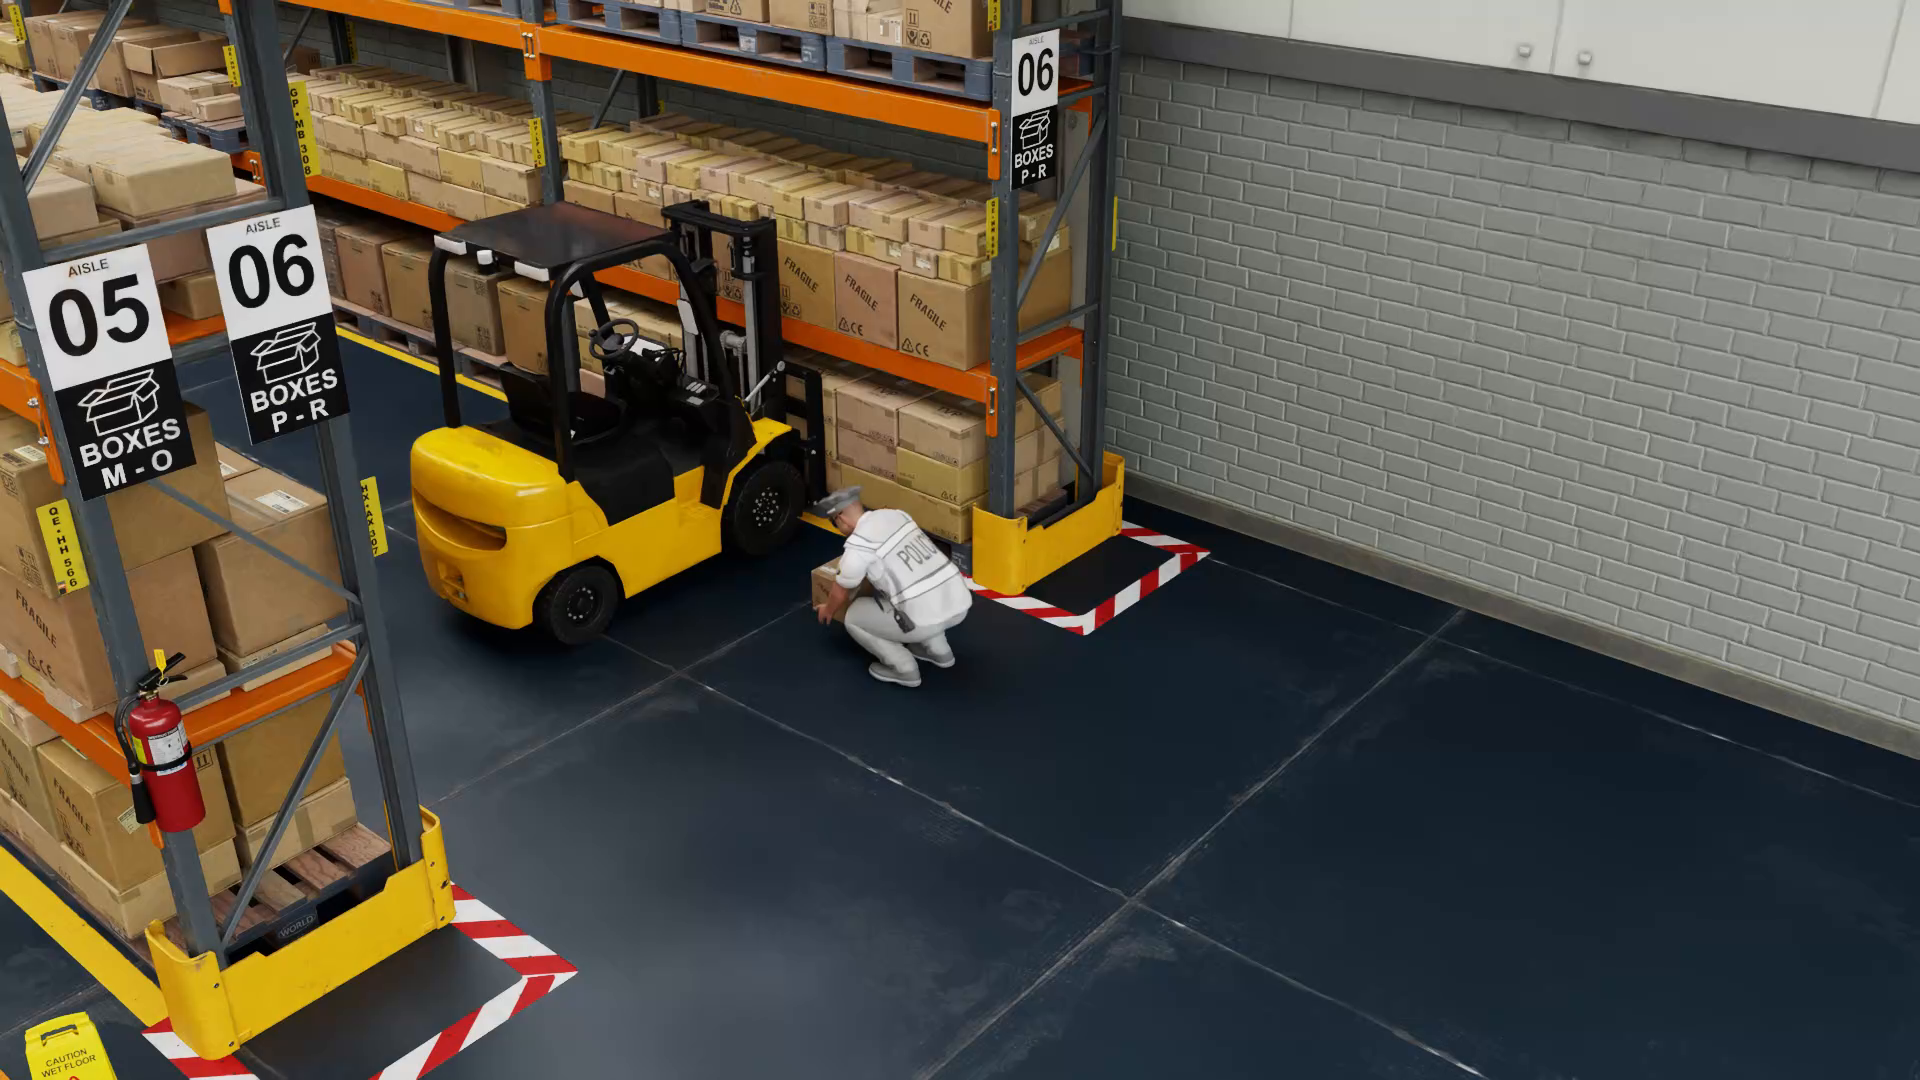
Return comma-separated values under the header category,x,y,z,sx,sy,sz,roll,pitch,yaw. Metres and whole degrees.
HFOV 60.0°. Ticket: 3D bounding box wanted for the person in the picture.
category,x,y,z,sx,sy,sz,roll,pitch,yaw
person,-0.377,0.222,8.999,0.913,1.020,0.543,20,33,34
